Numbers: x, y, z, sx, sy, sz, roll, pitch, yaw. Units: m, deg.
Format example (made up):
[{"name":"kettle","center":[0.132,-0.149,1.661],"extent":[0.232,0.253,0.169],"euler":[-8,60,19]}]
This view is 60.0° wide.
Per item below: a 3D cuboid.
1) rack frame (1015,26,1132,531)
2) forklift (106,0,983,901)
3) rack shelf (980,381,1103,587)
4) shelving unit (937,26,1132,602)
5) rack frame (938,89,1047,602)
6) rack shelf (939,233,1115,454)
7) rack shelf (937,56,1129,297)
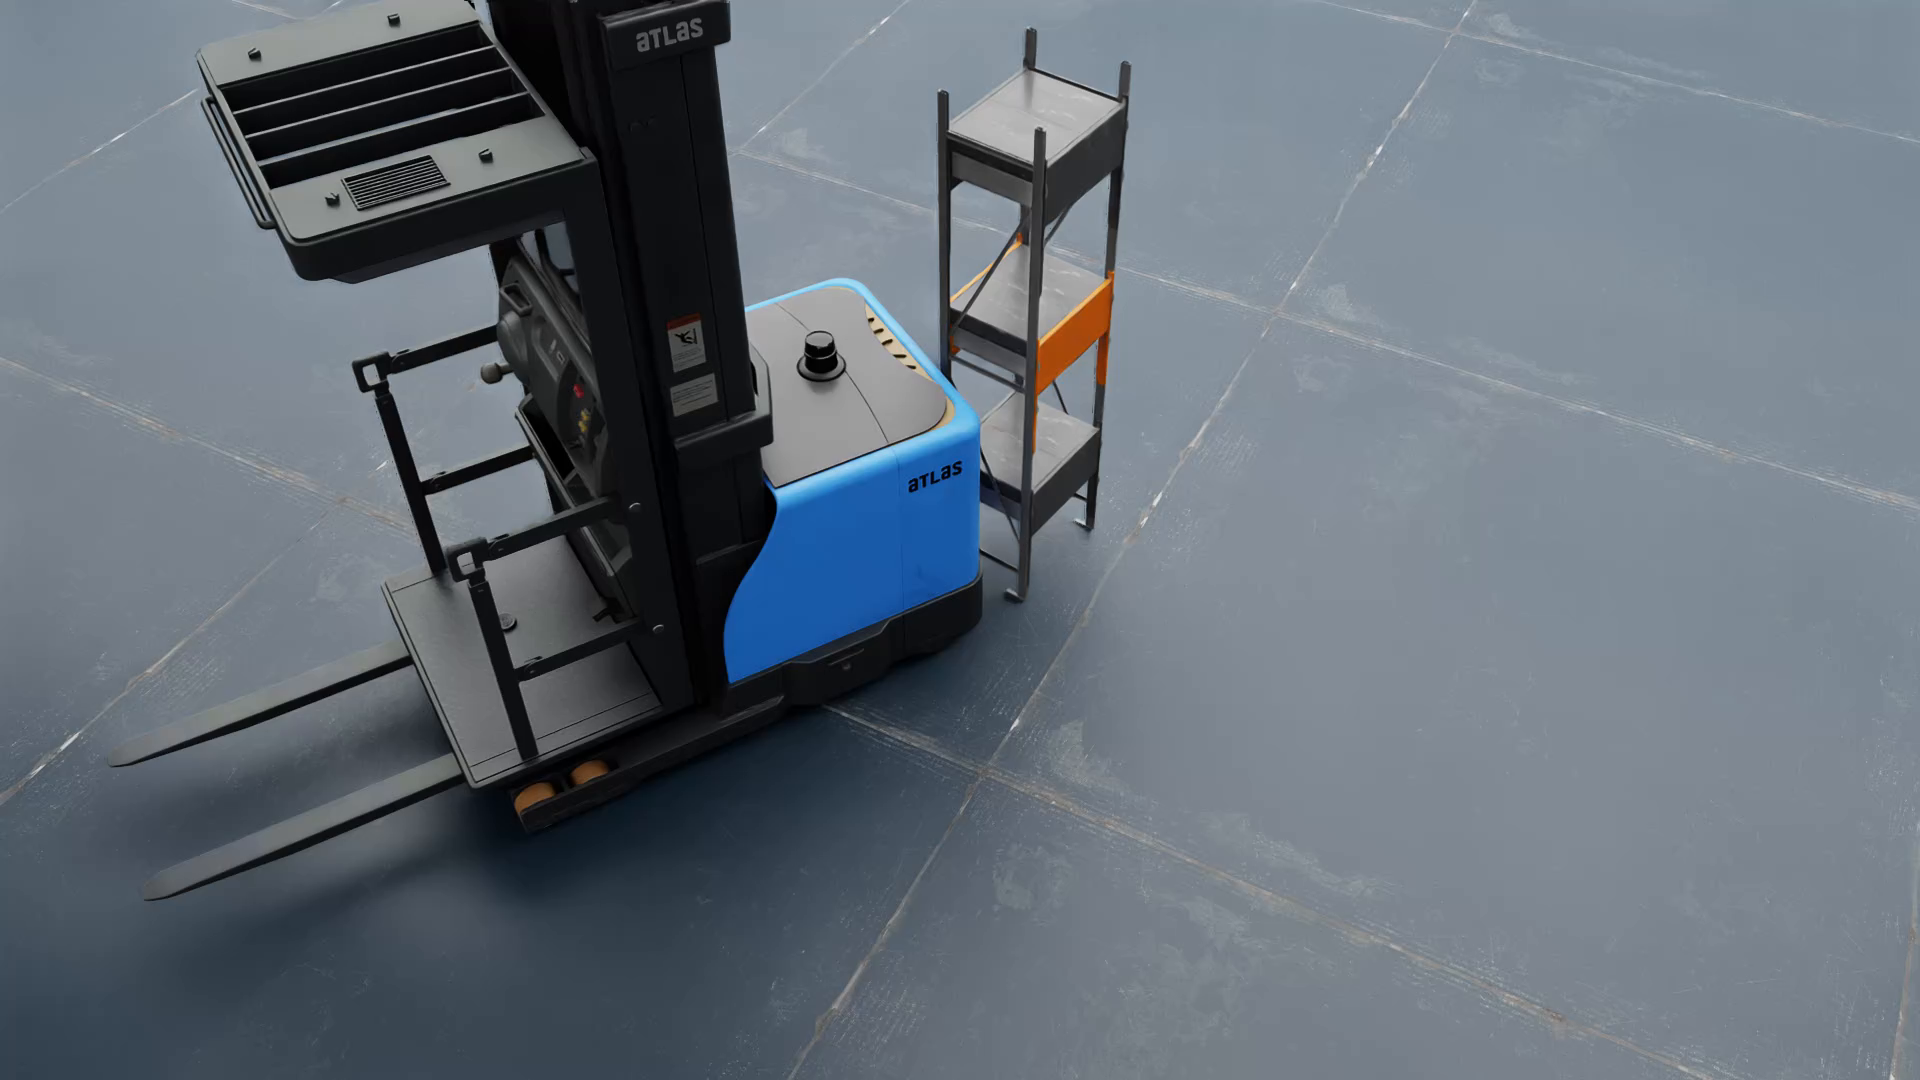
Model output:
[{"name":"rack frame","center":[0.382,-0.863,6.127],"extent":[0.400,2.100,0.015],"euler":[27,51,24]},{"name":"forklift","center":[-1.451,-0.463,5.147],"extent":[3.031,2.935,1.130],"euler":[-22,49,-20]},{"name":"rack shelf","center":[0.239,-0.221,6.496],"extent":[0.431,0.518,0.480],"euler":[27,51,24]},{"name":"shelving unit","center":[0.239,-0.723,5.988],"extent":[0.431,2.100,0.503],"euler":[27,51,24]},{"name":"rack frame","center":[0.096,-0.582,5.849],"extent":[0.400,2.100,0.015],"euler":[27,51,24]},{"name":"rack shelf","center":[0.239,-0.713,5.998],"extent":[0.431,0.518,0.480],"euler":[27,51,24]},{"name":"rack shelf","center":[0.239,-1.205,5.500],"extent":[0.431,0.518,0.480],"euler":[27,51,24]}]
